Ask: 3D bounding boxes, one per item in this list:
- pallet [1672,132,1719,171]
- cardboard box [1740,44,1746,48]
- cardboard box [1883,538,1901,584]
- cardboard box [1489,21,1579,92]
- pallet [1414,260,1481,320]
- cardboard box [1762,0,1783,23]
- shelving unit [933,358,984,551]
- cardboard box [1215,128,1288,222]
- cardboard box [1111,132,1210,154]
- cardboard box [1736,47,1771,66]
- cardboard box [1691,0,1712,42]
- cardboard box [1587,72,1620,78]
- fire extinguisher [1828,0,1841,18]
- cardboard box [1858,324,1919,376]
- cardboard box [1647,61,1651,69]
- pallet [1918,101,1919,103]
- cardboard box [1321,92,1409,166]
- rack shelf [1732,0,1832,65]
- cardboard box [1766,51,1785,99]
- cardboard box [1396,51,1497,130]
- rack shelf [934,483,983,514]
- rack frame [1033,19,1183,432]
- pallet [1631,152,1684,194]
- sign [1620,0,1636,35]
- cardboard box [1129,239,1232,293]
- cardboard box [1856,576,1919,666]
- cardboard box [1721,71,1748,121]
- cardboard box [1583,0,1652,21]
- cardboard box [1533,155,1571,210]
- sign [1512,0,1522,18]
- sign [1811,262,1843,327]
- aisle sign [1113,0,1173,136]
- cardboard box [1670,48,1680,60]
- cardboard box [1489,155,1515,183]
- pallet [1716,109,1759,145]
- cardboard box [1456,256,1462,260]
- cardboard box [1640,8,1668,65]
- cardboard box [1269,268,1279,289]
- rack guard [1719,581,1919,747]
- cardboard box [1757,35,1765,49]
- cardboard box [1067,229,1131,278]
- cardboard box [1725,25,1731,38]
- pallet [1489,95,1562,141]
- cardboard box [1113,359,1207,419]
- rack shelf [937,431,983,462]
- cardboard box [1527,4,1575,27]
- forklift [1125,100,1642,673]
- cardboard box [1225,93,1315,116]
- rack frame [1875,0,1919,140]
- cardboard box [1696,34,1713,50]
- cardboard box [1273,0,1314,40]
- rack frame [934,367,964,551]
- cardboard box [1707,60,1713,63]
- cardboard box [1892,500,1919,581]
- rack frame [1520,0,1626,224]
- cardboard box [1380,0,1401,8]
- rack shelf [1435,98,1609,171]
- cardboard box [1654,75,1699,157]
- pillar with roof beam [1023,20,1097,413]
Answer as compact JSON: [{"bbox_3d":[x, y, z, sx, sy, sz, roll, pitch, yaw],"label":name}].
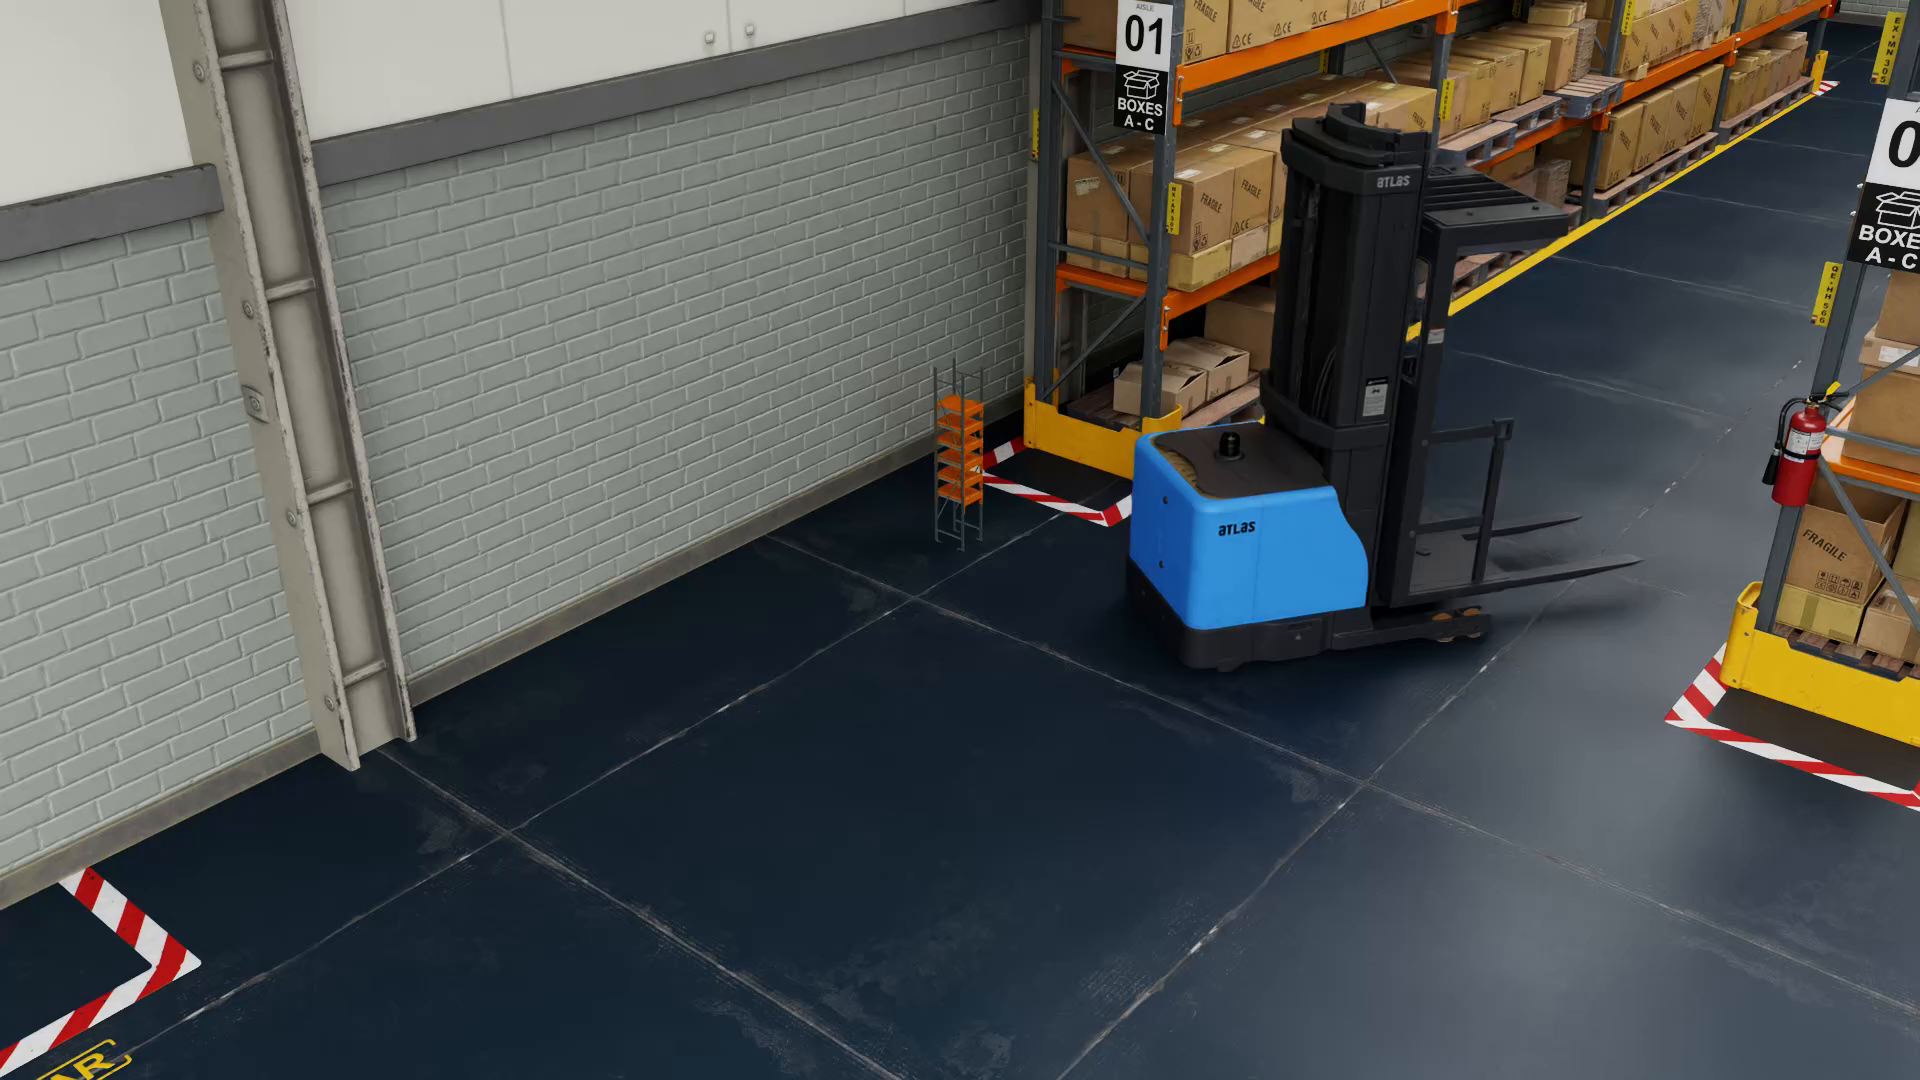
[{"bbox_3d":[8.146,-4.614,19.440,1.003,0.211,1.213,21,34,34],"label":"pallet"},{"bbox_3d":[9.713,-6.217,21.060,0.380,0.149,0.250,20,33,34],"label":"cardboard box"},{"bbox_3d":[5.192,0.130,9.770,0.500,0.250,0.500,21,34,34],"label":"cardboard box"},{"bbox_3d":[5.408,-4.594,15.779,0.700,0.500,0.500,17,32,30],"label":"cardboard box"},{"bbox_3d":[3.984,-2.350,15.063,1.003,0.211,1.213,21,34,34],"label":"pallet"},{"bbox_3d":[9.404,-6.726,20.161,0.980,0.700,0.700,20,33,33],"label":"cardboard box"},{"bbox_3d":[-0.009,-0.528,10.464,0.258,1.200,0.189,21,34,34],"label":"shelving unit"},{"bbox_3d":[2.137,-2.604,11.845,0.500,0.500,0.500,19,33,33],"label":"cardboard box"},{"bbox_3d":[1.409,-2.574,11.786,0.500,0.500,0.500,21,34,35],"label":"cardboard box"},{"bbox_3d":[9.824,-6.001,20.644,0.380,0.149,0.250,20,33,33],"label":"cardboard box"},{"bbox_3d":[7.836,-5.737,18.121,0.500,0.500,0.500,21,34,34],"label":"cardboard box"},{"bbox_3d":[6.422,-4.677,16.777,0.380,0.149,0.250,20,34,34],"label":"cardboard box"},{"bbox_3d":[11.575,-7.285,22.058,0.296,0.674,0.183,21,34,34],"label":"fire extinguisher"},{"bbox_3d":[4.866,-0.971,8.548,0.380,0.149,0.250,20,33,34],"label":"cardboard box"},{"bbox_3d":[7.047,-5.053,17.504,0.380,0.149,0.250,22,34,35],"label":"cardboard box"},{"bbox_3d":[5.240,-1.984,8.151,1.003,0.211,1.213,21,34,34],"label":"pallet"},{"bbox_3d":[3.115,-3.151,12.901,0.500,0.500,0.500,21,34,34],"label":"cardboard box"},{"bbox_3d":[9.850,-6.538,20.907,1.077,0.370,4.000,21,34,34],"label":"rack shelf"},{"bbox_3d":[10.117,-6.010,21.366,0.700,0.500,0.500,19,33,33],"label":"cardboard box"},{"bbox_3d":[4.201,-3.918,14.472,0.500,0.500,0.700,-24,36,-39],"label":"cardboard box"},{"bbox_3d":[-0.009,-0.275,10.595,0.258,0.103,0.180,21,34,34],"label":"rack shelf"},{"bbox_3d":[0.945,-1.894,11.146,1.000,3.000,0.127,21,34,34],"label":"rack frame"},{"bbox_3d":[7.370,-4.180,18.600,1.003,0.211,1.213,21,34,34],"label":"pallet"},{"bbox_3d":[6.459,-5.054,16.081,0.100,0.325,0.005,21,34,34],"label":"sign"},{"bbox_3d":[1.501,-1.916,11.331,0.500,0.250,0.500,20,33,33],"label":"cardboard box"},{"bbox_3d":[5.283,0.462,9.128,0.500,0.250,0.500,21,34,34],"label":"cardboard box"},{"bbox_3d":[9.133,-5.460,20.303,0.700,0.500,0.500,21,34,35],"label":"cardboard box"},{"bbox_3d":[6.540,-5.345,16.546,0.500,0.250,0.500,22,34,36],"label":"cardboard box"},{"bbox_3d":[5.616,-3.545,16.580,0.700,0.500,0.500,21,34,35],"label":"cardboard box"},{"bbox_3d":[5.604,-5.406,16.674,0.100,0.325,0.005,21,34,34],"label":"sign"},{"bbox_3d":[4.360,-1.230,8.346,0.100,0.325,0.005,21,34,34],"label":"sign"},{"bbox_3d":[1.131,-2.935,10.330,0.394,0.787,0.004,21,34,34],"label":"aisle sign"},{"bbox_3d":[7.562,-5.315,18.011,0.380,0.149,0.250,22,35,36],"label":"cardboard box"},{"bbox_3d":[4.882,-3.510,15.697,0.500,0.250,0.500,21,34,34],"label":"cardboard box"},{"bbox_3d":[9.122,-5.157,20.488,1.003,0.211,1.213,21,34,34],"label":"pallet"},{"bbox_3d":[4.235,-2.861,15.257,0.700,0.500,0.500,20,33,33],"label":"cardboard box"},{"bbox_3d":[6.881,-5.196,17.075,0.500,0.500,0.500,22,35,36],"label":"cardboard box"},{"bbox_3d":[2.860,-2.018,13.627,0.500,0.500,0.500,18,32,31],"label":"cardboard box"},{"bbox_3d":[4.755,0.671,8.908,1.175,0.500,0.348,21,34,34],"label":"rack guard"},{"bbox_3d":[10.199,-6.488,21.584,0.380,0.149,0.250,21,34,35],"label":"cardboard box"},{"bbox_3d":[1.093,-2.059,11.606,0.500,0.250,0.500,21,34,35],"label":"cardboard box"},{"bbox_3d":[8.582,-5.843,19.032,0.380,0.149,0.250,21,34,35],"label":"cardboard box"},{"bbox_3d":[4.806,-3.931,15.293,1.003,0.211,1.213,21,34,34],"label":"pallet"},{"bbox_3d":[1.455,-1.114,12.086,0.500,0.311,0.500,17,32,29],"label":"cardboard box"},{"bbox_3d":[-0.009,-0.595,10.430,0.258,0.103,0.180,21,34,34],"label":"rack shelf"},{"bbox_3d":[5.644,-5.009,15.874,0.380,0.149,0.250,15,31,26],"label":"cardboard box"},{"bbox_3d":[2.569,-0.936,9.369,3.031,2.935,1.130,-8,28,-14],"label":"forklift"},{"bbox_3d":[2.376,-3.124,12.850,0.500,0.500,0.500,22,34,36],"label":"cardboard box"},{"bbox_3d":[4.770,-3.112,6.972,1.000,3.000,0.127,21,34,34],"label":"rack frame"},{"bbox_3d":[8.117,-5.557,18.479,0.380,0.149,0.250,21,34,34],"label":"cardboard box"},{"bbox_3d":[2.047,-3.690,11.224,0.500,0.500,0.500,23,35,37],"label":"cardboard box"},{"bbox_3d":[-0.067,-0.495,10.402,0.240,1.200,0.006,21,34,34],"label":"rack frame"},{"bbox_3d":[8.888,-5.755,20.167,0.380,0.149,0.250,21,34,34],"label":"cardboard box"},{"bbox_3d":[5.600,-0.049,9.299,0.500,0.500,0.500,21,34,34],"label":"cardboard box"},{"bbox_3d":[6.034,-4.730,16.629,1.000,3.000,0.127,21,34,34],"label":"rack frame"},{"bbox_3d":[3.028,-4.271,12.346,0.500,0.500,0.500,18,32,30],"label":"cardboard box"},{"bbox_3d":[4.762,-3.702,15.424,1.077,0.370,4.000,21,34,34],"label":"rack shelf"},{"bbox_3d":[7.702,-4.796,18.638,0.750,0.750,0.750,22,35,36],"label":"cardboard box"},{"bbox_3d":[4.045,-3.801,8.304,9.100,9.000,0.400,21,34,34],"label":"pillar with roof beam"}]
